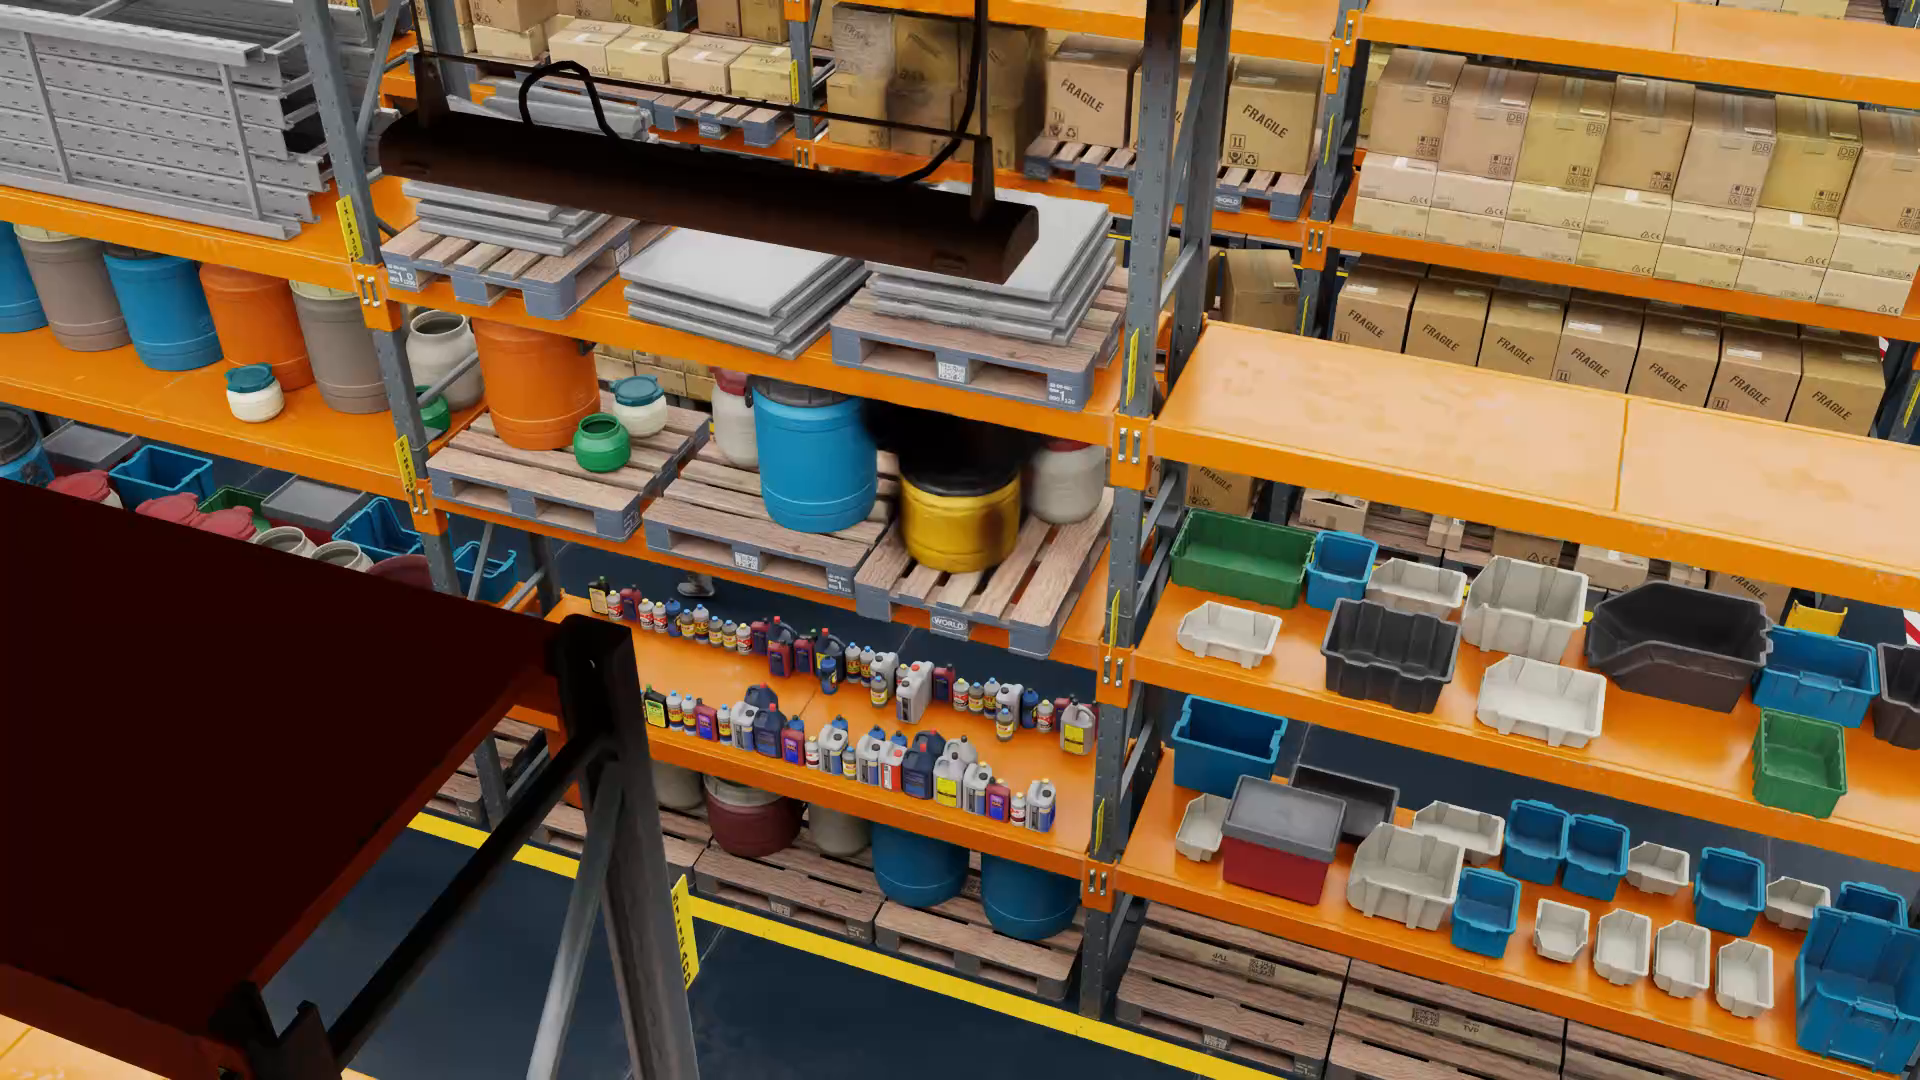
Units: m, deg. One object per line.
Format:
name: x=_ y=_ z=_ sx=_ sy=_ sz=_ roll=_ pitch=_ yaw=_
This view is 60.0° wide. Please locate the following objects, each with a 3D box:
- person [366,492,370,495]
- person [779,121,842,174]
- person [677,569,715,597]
person: x=-5.037 y=-1.130 z=13.508 sx=0.600 sy=1.692 sz=0.667 roll=4 pitch=37 yaw=5
person: x=-1.404 y=-3.467 z=16.585 sx=0.807 sy=1.816 sz=0.679 roll=3 pitch=37 yaw=5
person: x=-1.941 y=-0.237 z=12.355 sx=0.561 sy=1.622 sz=0.595 roll=3 pitch=37 yaw=4
